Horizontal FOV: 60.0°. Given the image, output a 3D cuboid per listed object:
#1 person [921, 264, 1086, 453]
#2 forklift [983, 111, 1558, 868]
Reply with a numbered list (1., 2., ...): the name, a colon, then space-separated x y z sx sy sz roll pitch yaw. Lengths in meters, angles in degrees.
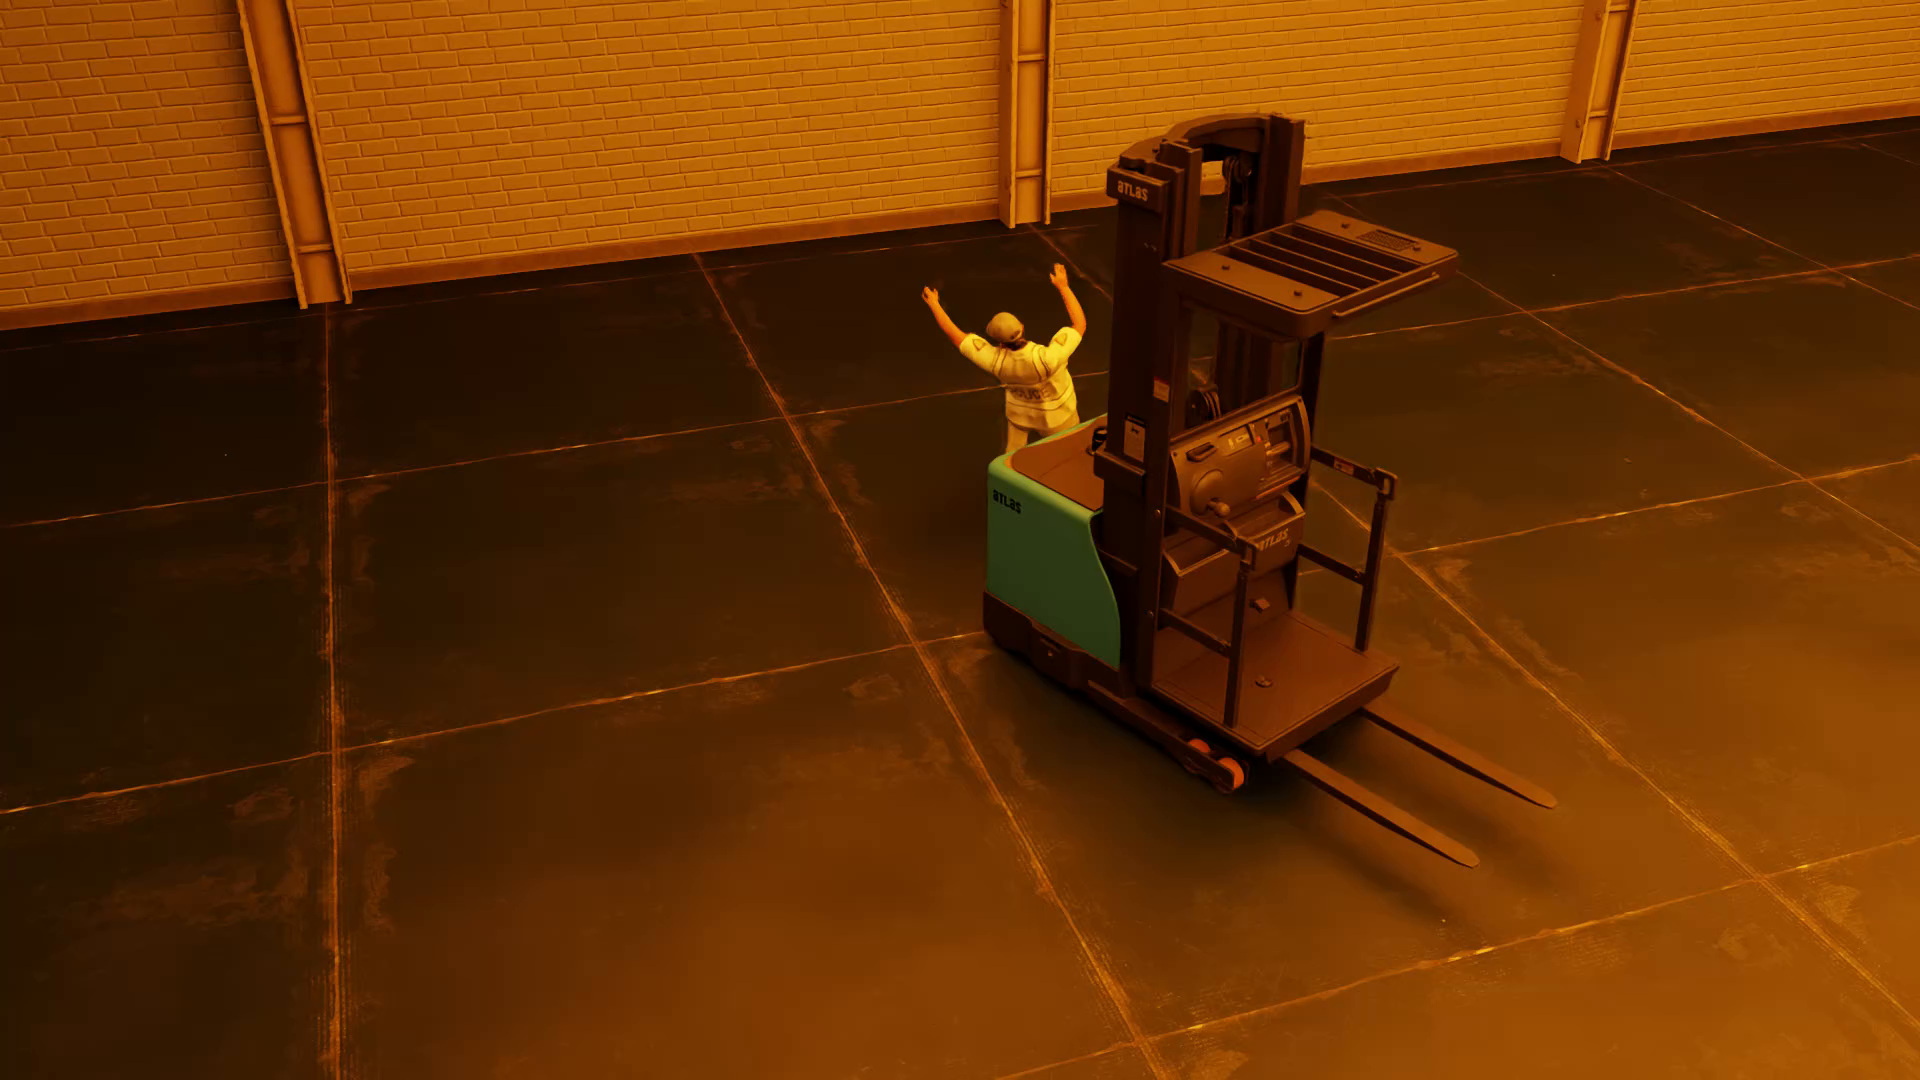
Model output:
1. person: 0.292 -0.936 10.124 1.011 1.577 0.777 15 33 25
2. forklift: 1.467 -0.351 7.698 1.130 2.935 3.031 -23 37 -34
